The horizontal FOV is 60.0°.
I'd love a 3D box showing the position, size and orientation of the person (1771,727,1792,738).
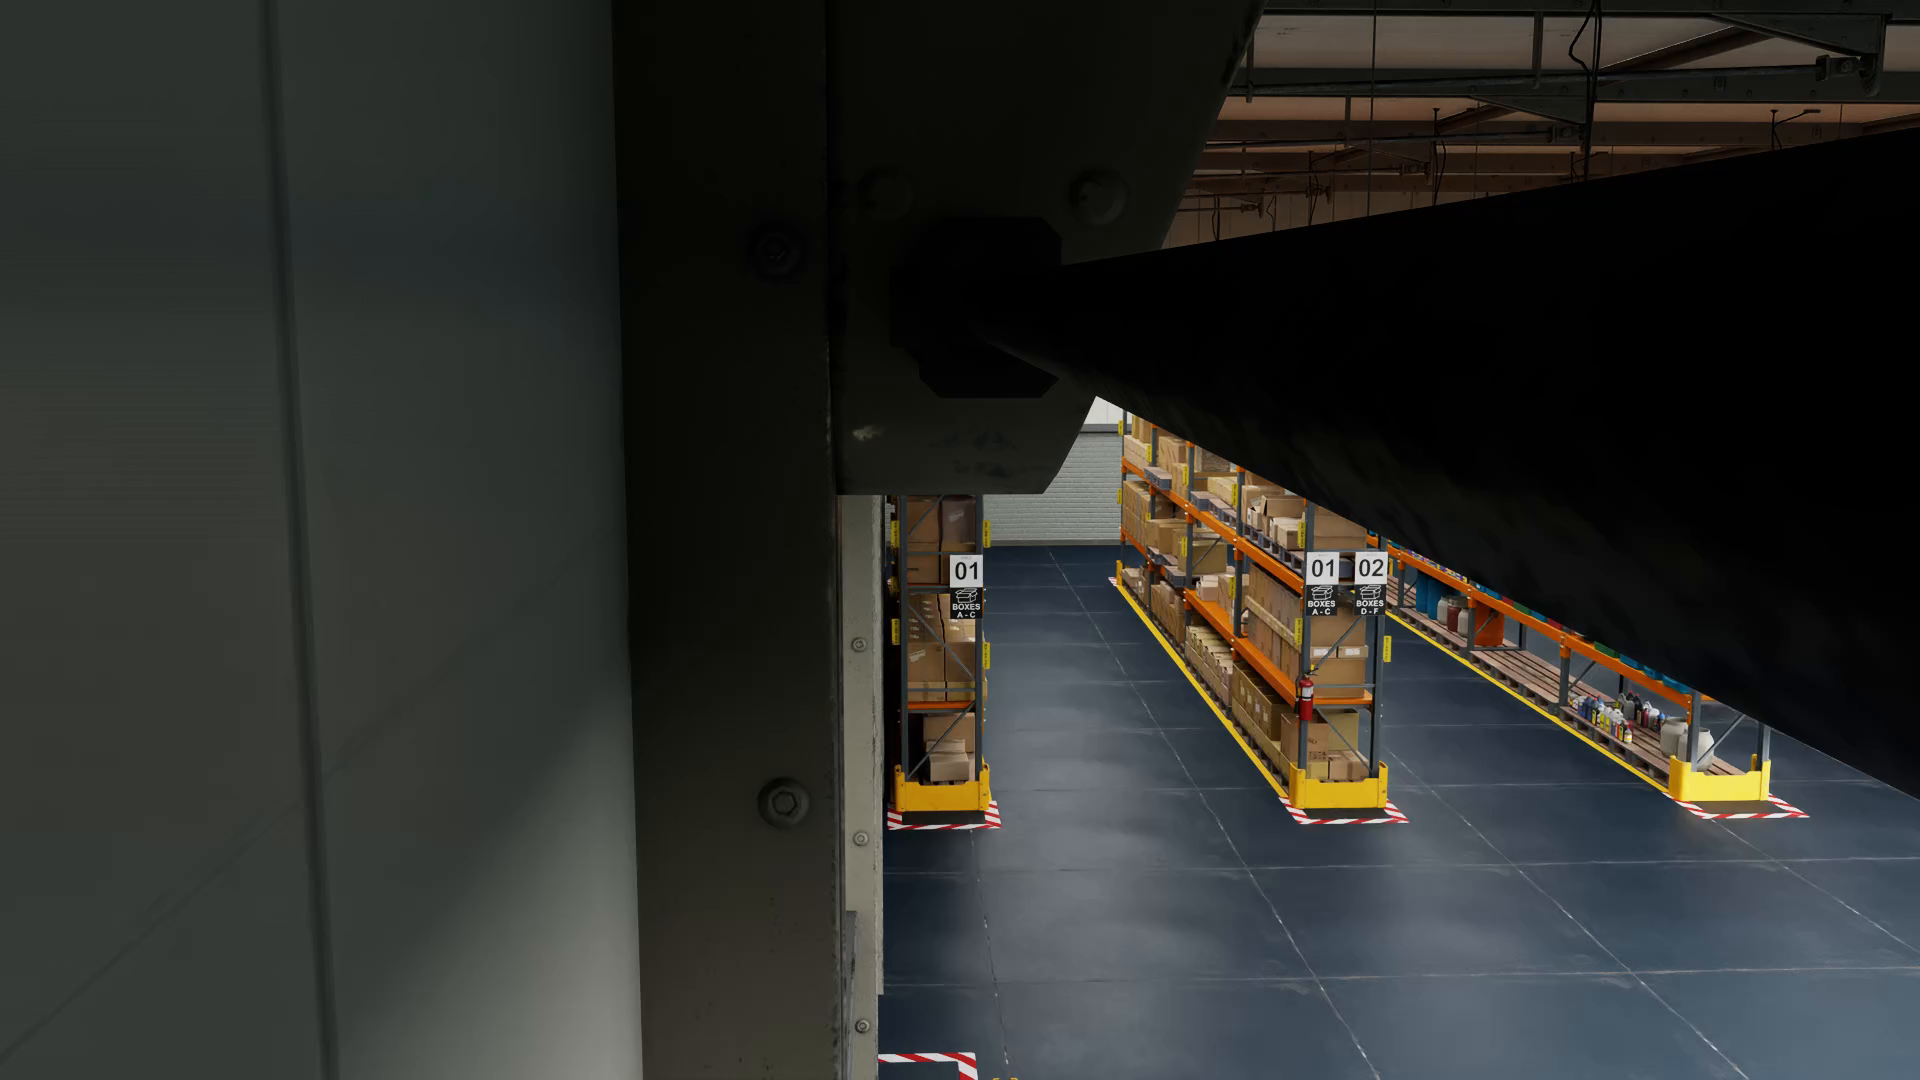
[{"bbox_3d":[11.982,1.999,23.863,0.687,1.693,0.819,-1,9,-9],"label":"person"}]
